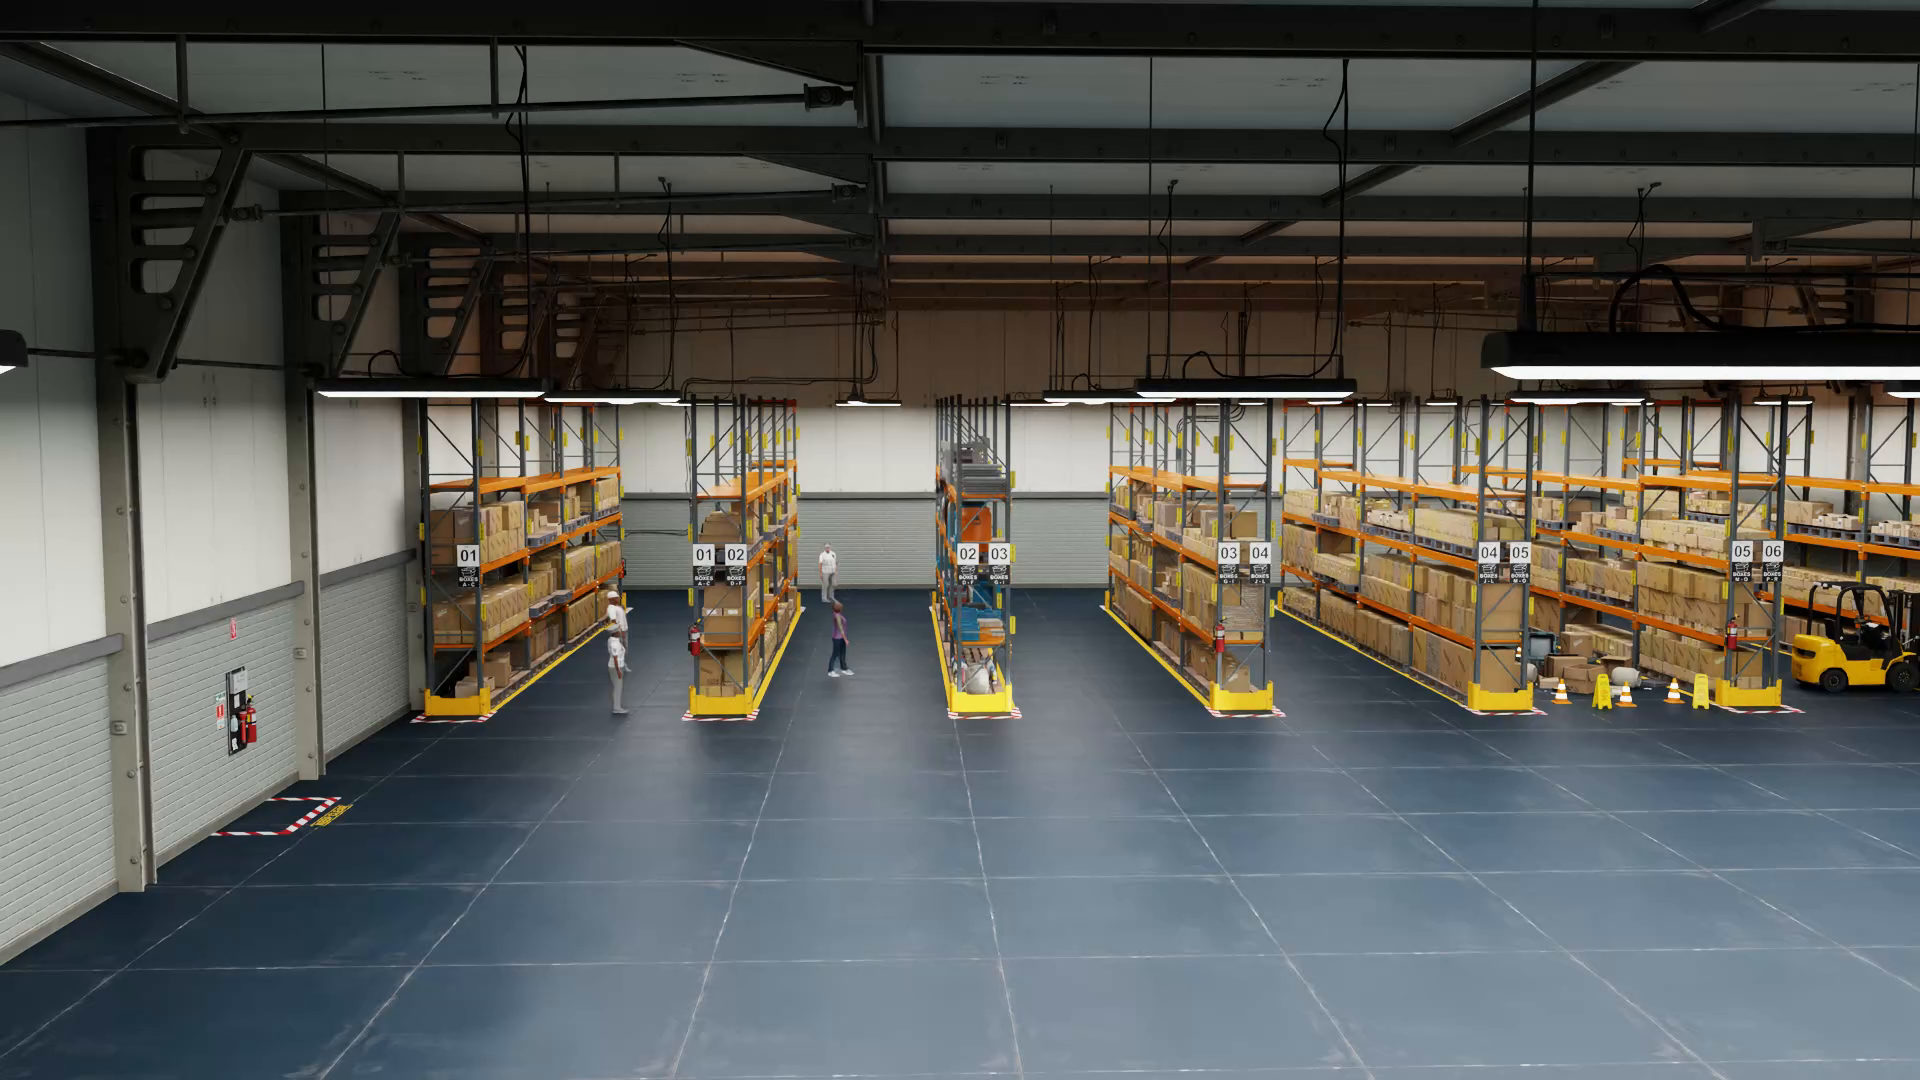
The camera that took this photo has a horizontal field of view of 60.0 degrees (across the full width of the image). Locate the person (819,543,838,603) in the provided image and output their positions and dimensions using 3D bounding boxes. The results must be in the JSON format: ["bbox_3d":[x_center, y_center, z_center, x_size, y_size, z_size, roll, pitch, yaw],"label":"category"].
[{"bbox_3d":[-3.862,0.975,49.266,0.594,1.804,0.452,-4,6,-44],"label":"person"}]

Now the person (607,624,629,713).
[{"bbox_3d":[-6.457,2.430,31.390,0.387,1.721,0.528,0,5,-3],"label":"person"}]

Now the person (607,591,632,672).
[{"bbox_3d":[-7.398,2.011,36.194,0.621,1.796,0.664,2,5,25],"label":"person"}]

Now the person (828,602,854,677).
[{"bbox_3d":[-2.547,2.104,35.375,0.528,1.601,0.550,0,5,4],"label":"person"}]
